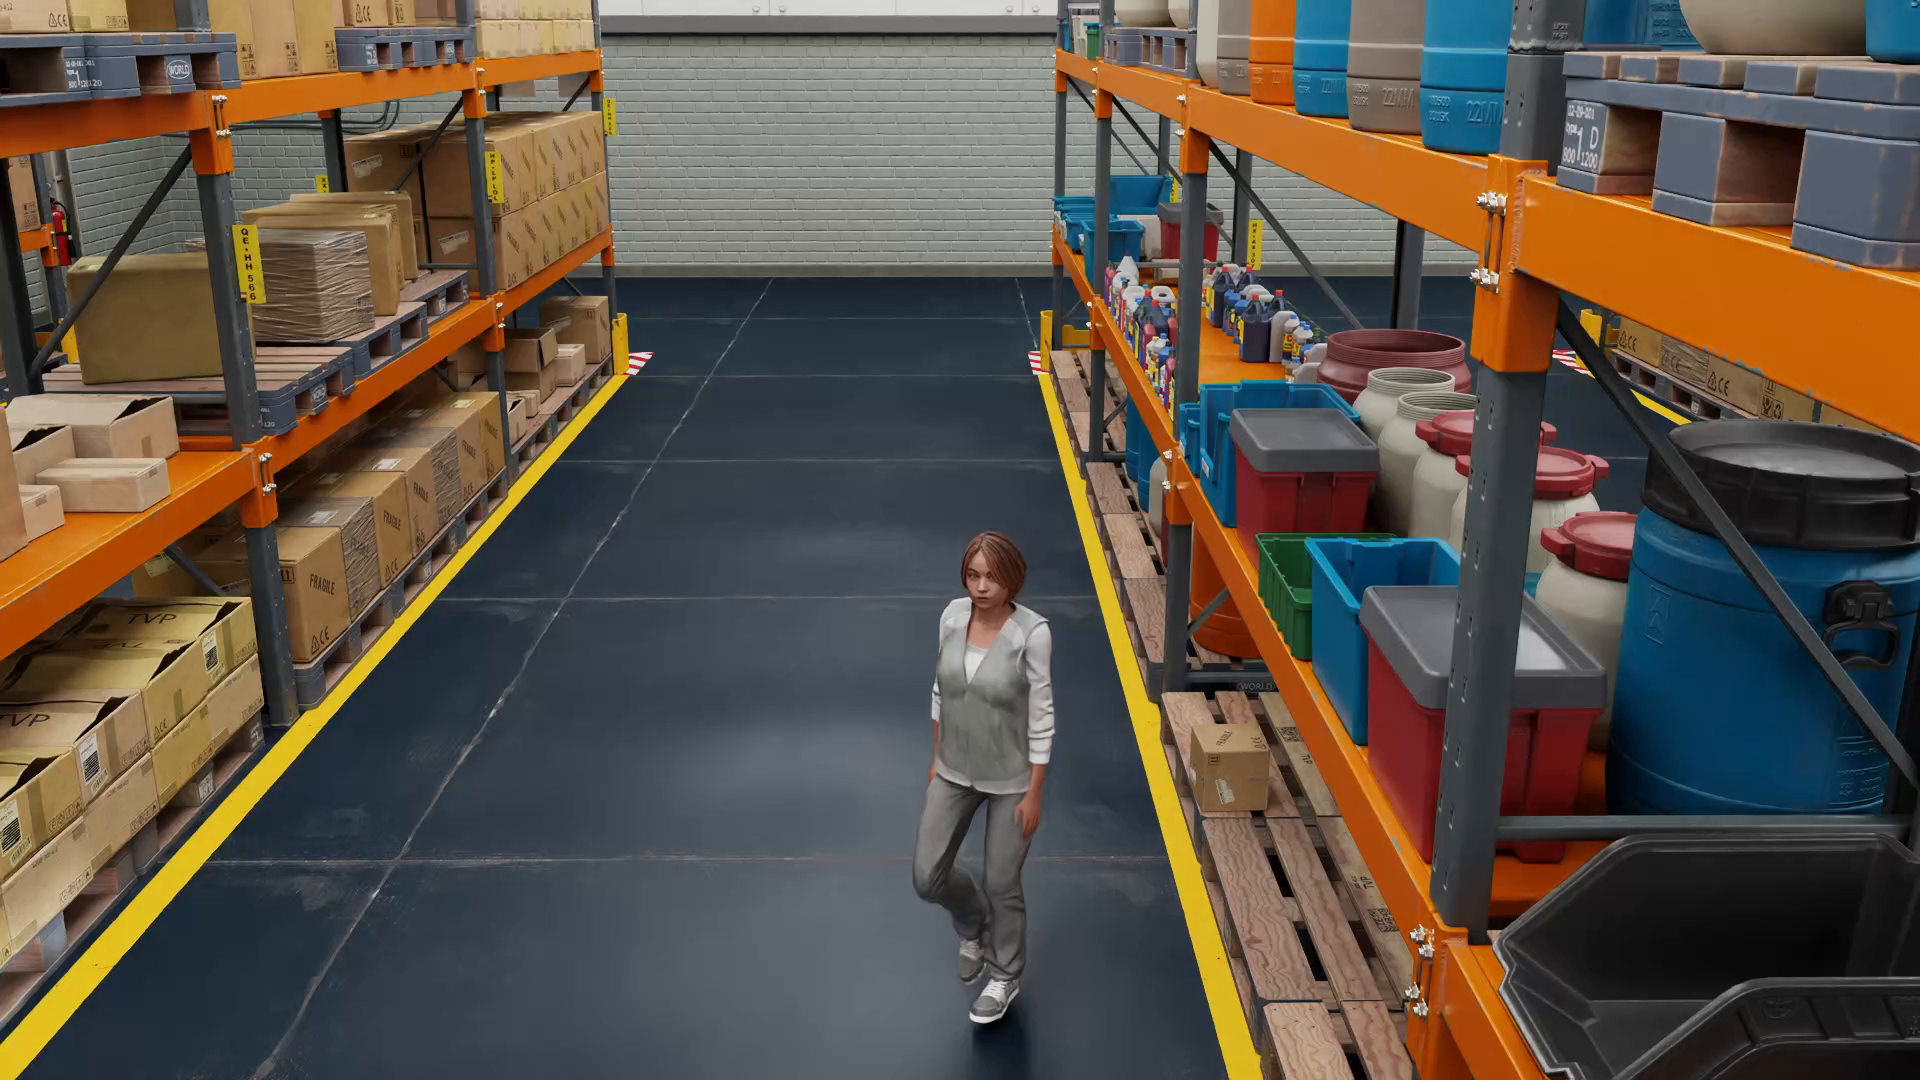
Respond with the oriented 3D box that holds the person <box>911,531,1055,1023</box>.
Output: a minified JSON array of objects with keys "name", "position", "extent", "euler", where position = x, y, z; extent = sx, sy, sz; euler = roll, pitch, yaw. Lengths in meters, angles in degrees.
[{"name":"person","position":[0.079,0.737,5.115],"extent":[0.449,1.592,0.427],"euler":[8,19,24]}]
